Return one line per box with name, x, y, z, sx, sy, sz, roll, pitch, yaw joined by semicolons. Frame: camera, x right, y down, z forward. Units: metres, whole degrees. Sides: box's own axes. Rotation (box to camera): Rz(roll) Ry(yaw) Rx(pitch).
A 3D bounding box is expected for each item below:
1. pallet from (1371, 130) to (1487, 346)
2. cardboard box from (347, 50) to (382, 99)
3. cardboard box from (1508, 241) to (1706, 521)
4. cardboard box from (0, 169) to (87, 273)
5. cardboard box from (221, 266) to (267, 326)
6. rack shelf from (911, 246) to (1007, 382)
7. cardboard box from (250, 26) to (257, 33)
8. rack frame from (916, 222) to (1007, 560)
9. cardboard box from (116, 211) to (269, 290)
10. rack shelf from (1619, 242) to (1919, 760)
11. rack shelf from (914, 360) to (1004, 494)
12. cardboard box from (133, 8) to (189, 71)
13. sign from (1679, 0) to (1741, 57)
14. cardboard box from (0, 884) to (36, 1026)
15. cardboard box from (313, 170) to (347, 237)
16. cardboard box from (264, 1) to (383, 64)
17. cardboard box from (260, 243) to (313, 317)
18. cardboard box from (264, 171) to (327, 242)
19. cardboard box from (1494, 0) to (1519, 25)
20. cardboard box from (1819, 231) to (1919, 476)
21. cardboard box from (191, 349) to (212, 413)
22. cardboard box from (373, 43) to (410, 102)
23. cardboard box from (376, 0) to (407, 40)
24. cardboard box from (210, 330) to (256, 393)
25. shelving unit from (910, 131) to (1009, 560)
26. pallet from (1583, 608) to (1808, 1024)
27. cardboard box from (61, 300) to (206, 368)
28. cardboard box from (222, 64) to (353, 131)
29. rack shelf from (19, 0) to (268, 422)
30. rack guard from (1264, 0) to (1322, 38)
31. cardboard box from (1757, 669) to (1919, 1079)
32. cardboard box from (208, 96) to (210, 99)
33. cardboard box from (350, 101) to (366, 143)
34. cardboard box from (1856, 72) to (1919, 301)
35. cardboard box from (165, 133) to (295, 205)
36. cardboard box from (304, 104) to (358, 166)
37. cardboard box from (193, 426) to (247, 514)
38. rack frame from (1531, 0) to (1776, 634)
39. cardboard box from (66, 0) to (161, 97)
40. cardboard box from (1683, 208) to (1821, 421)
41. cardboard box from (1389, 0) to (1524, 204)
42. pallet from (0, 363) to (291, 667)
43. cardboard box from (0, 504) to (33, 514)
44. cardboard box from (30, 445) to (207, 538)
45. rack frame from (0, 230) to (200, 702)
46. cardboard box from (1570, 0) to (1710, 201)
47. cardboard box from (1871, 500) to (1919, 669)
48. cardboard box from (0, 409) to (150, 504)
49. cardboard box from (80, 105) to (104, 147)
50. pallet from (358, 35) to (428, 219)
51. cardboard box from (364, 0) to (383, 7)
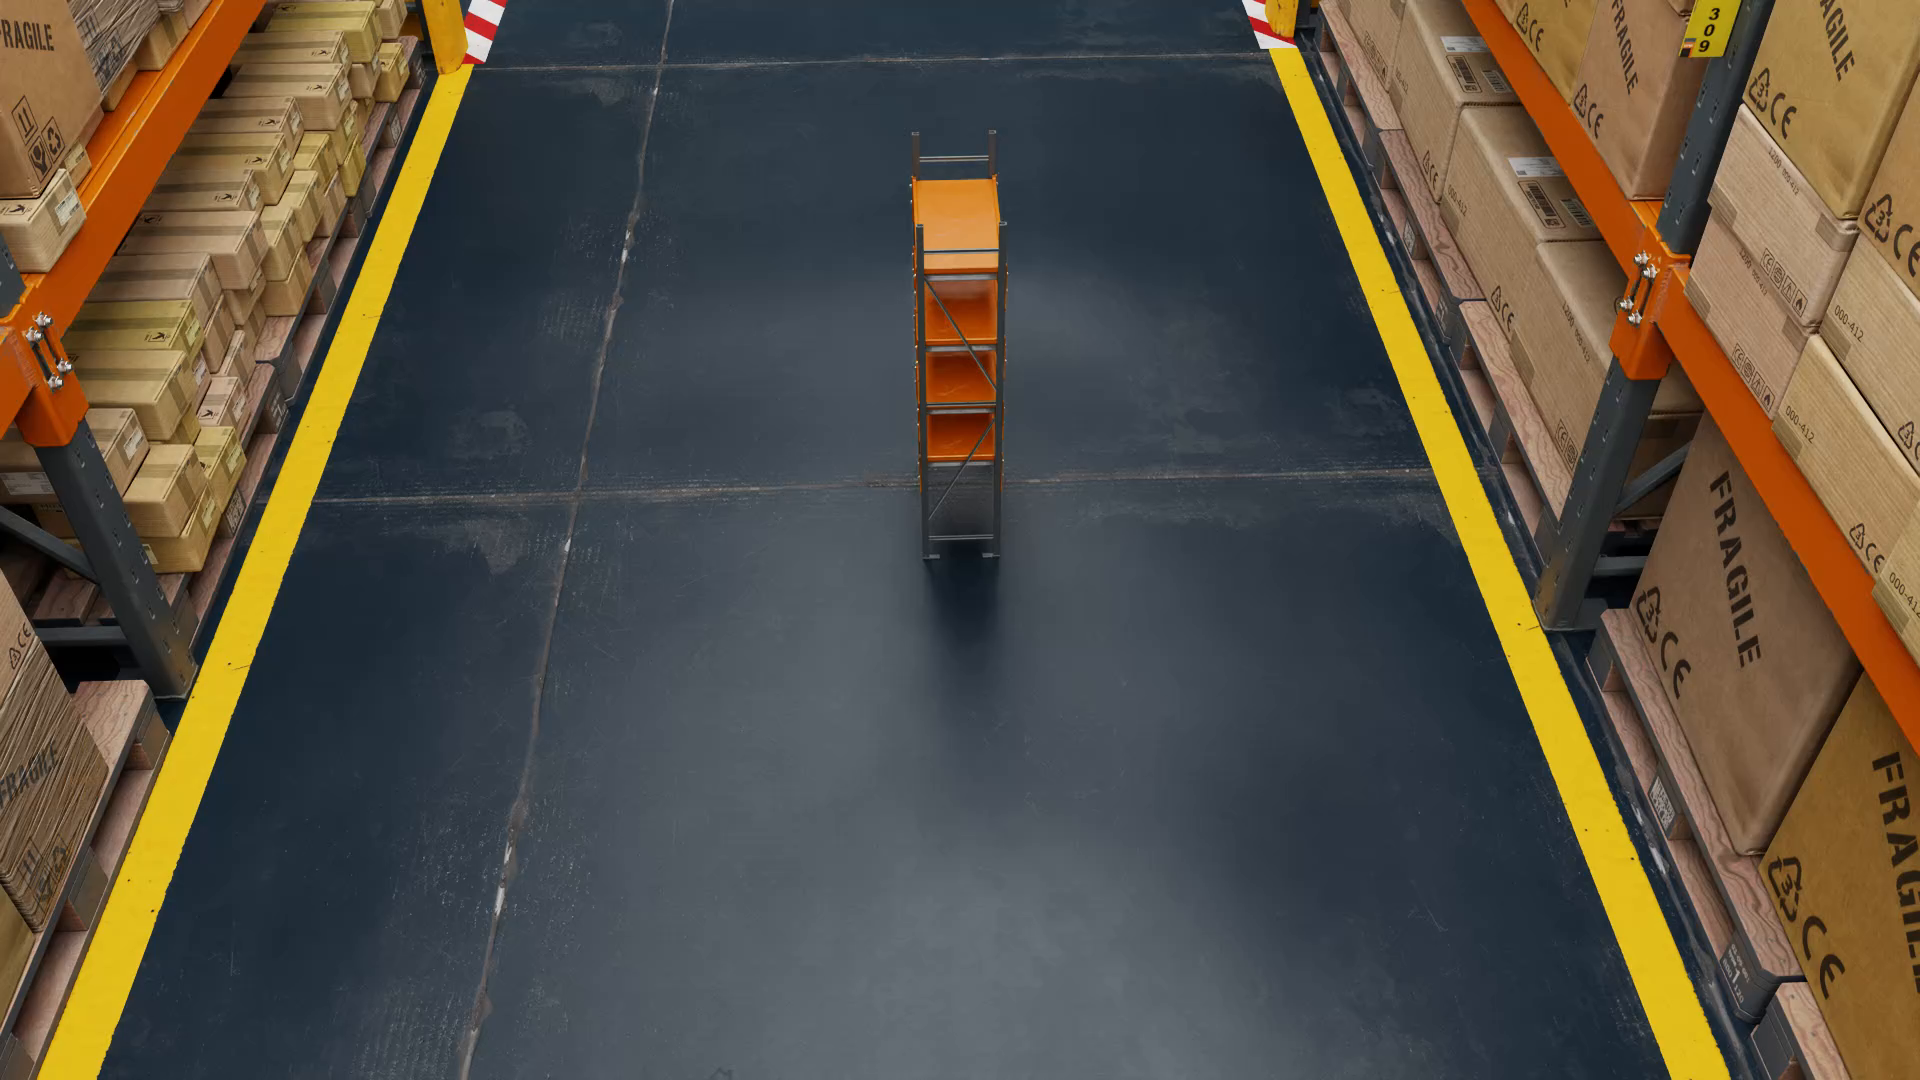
pallet;2.223;-1.197;6.400;1.003;0.211;1.213;-2;43;-2
cardboard box;-2.548;-1.889;6.670;0.380;0.149;0.250;-3;43;-4
cardboard box;2.312;-0.521;5.184;0.875;0.438;0.875;-2;43;-2
cardboard box;-2.395;-0.782;4.069;0.380;0.149;0.250;0;43;0
cardboard box;-2.549;-0.842;5.527;0.380;0.149;0.250;0;43;0
rack shelf;-0.007;-0.669;4.861;0.258;0.148;0.480;-2;43;-2
cardboard box;-3.114;-2.227;7.038;0.380;0.149;0.250;0;43;0
rack frame;0.003;-0.389;4.787;0.240;1.200;0.015;-2;43;-2
cardboard box;-2.493;-0.942;5.417;0.380;0.149;0.250;-1;43;-1
rack shelf;2.317;0.731;2.765;1.077;0.370;4.000;-2;43;-2
rack shelf;-0.007;-0.358;5.146;0.258;0.148;0.480;-2;43;-2
cardboard box;-2.495;-1.488;4.840;0.380;0.149;0.250;-1;43;-1
sign;1.677;-1.215;3.657;0.100;0.325;0.005;-2;43;-2
cardboard box;-2.405;0.932;3.553;0.500;0.500;0.500;-3;43;-3
cardboard box;-2.523;-1.255;6.199;0.380;0.149;0.250;-1;43;-1
cardboard box;-2.513;-2.005;6.576;0.380;0.149;0.250;-3;43;-3
cardboard box;-2.500;-0.907;5.819;0.380;0.149;0.250;-3;43;-3
cardboard box;-2.481;-1.181;5.897;0.380;0.149;0.250;-1;43;-1
cardboard box;1.893;-1.913;5.043;0.500;0.500;0.500;-2;43;-2
cardboard box;2.019;-0.357;3.160;0.500;0.250;0.500;-1;43;-1
cardboard box;-2.552;-0.473;5.125;0.380;0.149;0.250;-2;43;-2
cardboard box;-2.537;-1.958;6.965;0.380;0.149;0.250;0;43;0
cardboard box;-2.572;-2.240;7.052;0.380;0.149;0.250;-3;43;-3
cardboard box;-2.538;-0.549;5.428;0.380;0.149;0.250;-2;43;-3
shelving unit;-0.007;-0.554;4.966;0.258;1.200;0.503;-2;43;-2
pallet;2.340;0.663;4.371;1.003;0.211;1.213;-2;43;-2
cardboard box;-2.530;-0.592;5.035;0.380;0.149;0.250;-2;43;-2
cardboard box;-2.498;-1.648;6.187;0.380;0.149;0.250;0;43;0
rack shelf;-2.795;-1.759;5.481;1.077;0.370;4.000;-2;43;-2
rack guard;2.061;-2.679;7.803;1.175;0.500;0.348;-2;43;-2
cardboard box;2.384;0.770;3.451;0.875;0.875;0.875;-1;43;-1
cardboard box;-3.157;-1.701;6.465;0.380;0.149;0.250;0;43;0
cardboard box;-2.588;-1.611;6.586;0.380;0.149;0.250;-1;43;-1
cardboard box;2.012;-0.641;2.916;0.500;0.500;0.500;-2;43;-2
cardboard box;-2.558;-1.291;5.797;0.380;0.149;0.250;-1;43;-2
cardboard box;-2.513;-1.540;6.289;0.380;0.149;0.250;-1;43;-1
cardboard box;-2.415;-0.212;5.061;0.380;0.149;0.250;0;43;-1
rack frame;2.232;-0.884;3.995;1.000;3.000;0.127;-2;43;-2
cardboard box;-2.507;-1.496;4.368;0.500;0.500;0.500;-2;43;-2
cardboard box;1.987;-0.524;3.713;0.500;0.250;0.500;-3;43;-3
cardboard box;2.237;-1.734;6.508;0.875;0.438;0.875;-1;43;-1
pallet;-2.773;-0.098;5.201;1.003;0.211;1.213;-2;43;-2
cardboard box;-2.994;-0.210;5.059;0.380;0.149;0.250;-1;43;-1
cardboard box;-2.405;-0.141;4.763;0.380;0.149;0.250;0;43;0
rack frame;-2.710;-0.674;3.765;1.000;3.000;0.127;-2;43;-2
cardboard box;1.957;-1.227;4.294;0.500;0.500;0.500;-1;43;-1
cardboard box;2.016;0.172;2.954;0.500;0.250;0.500;-2;43;-2
cardboard box;-2.517;-0.235;4.646;0.380;0.149;0.250;0;43;0
cardboard box;-2.544;-1.133;4.452;0.380;0.149;0.250;-3;43;-4
pallet;-2.877;-1.745;6.998;1.003;0.211;1.213;-2;43;-2
cardboard box;-2.604;-2.347;6.950;0.380;0.149;0.250;-1;43;-1
